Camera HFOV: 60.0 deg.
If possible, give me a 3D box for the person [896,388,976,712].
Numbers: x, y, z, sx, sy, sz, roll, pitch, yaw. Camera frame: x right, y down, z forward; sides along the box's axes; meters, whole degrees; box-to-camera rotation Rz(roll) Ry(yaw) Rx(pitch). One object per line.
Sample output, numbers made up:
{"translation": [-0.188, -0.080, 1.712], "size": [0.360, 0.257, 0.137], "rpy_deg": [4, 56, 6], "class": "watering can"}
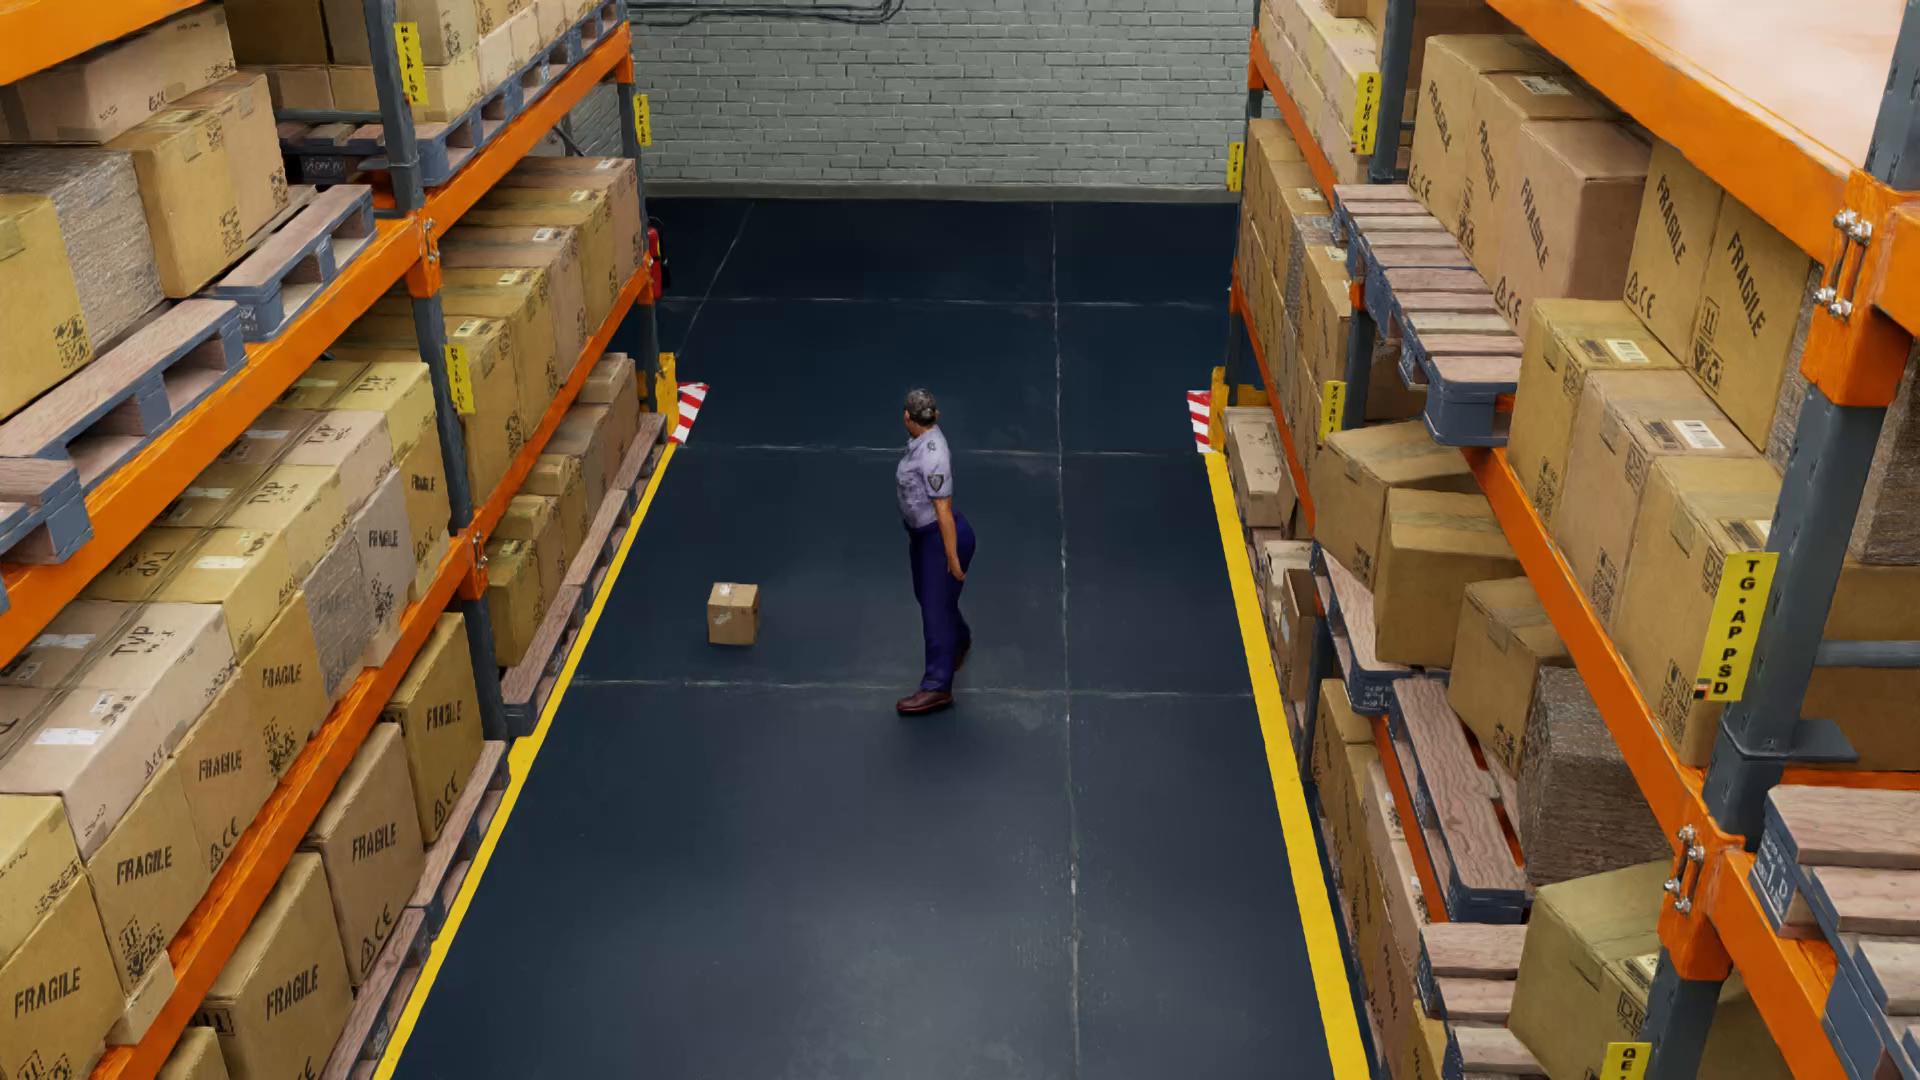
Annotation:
{"translation": [-0.139, 0.043, 8.614], "size": [0.586, 1.615, 0.655], "rpy_deg": [-10, 30, -17], "class": "person"}
